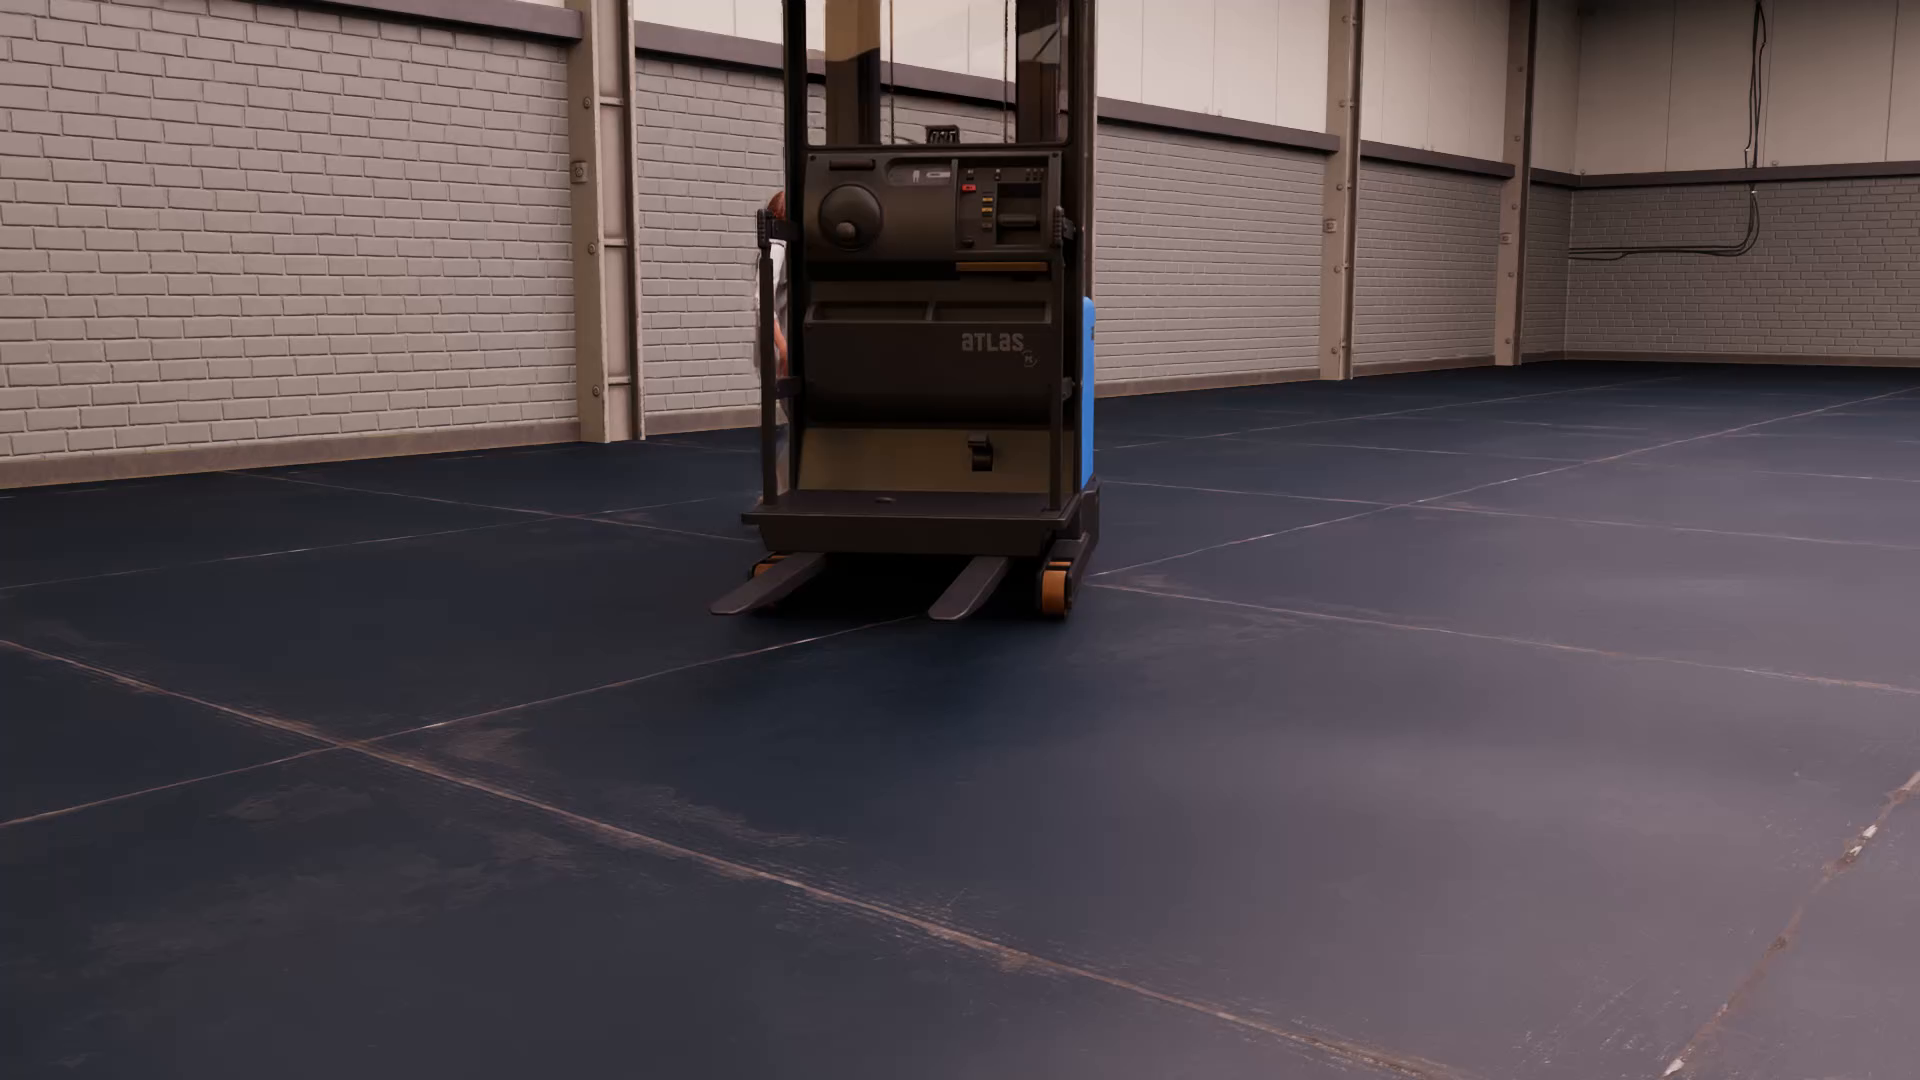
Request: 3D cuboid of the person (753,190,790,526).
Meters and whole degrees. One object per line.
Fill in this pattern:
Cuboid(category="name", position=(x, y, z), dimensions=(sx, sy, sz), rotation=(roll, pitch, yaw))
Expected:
Cuboid(category="person", position=(-0.740, -0.822, 7.651), dimensions=(0.412, 1.553, 0.694), rotation=(0, 8, 3))

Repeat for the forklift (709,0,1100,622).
Cuboid(category="forklift", position=(-0.130, -1.242, 5.769), dimensions=(1.130, 2.935, 3.031), rotation=(1, 8, 8))
